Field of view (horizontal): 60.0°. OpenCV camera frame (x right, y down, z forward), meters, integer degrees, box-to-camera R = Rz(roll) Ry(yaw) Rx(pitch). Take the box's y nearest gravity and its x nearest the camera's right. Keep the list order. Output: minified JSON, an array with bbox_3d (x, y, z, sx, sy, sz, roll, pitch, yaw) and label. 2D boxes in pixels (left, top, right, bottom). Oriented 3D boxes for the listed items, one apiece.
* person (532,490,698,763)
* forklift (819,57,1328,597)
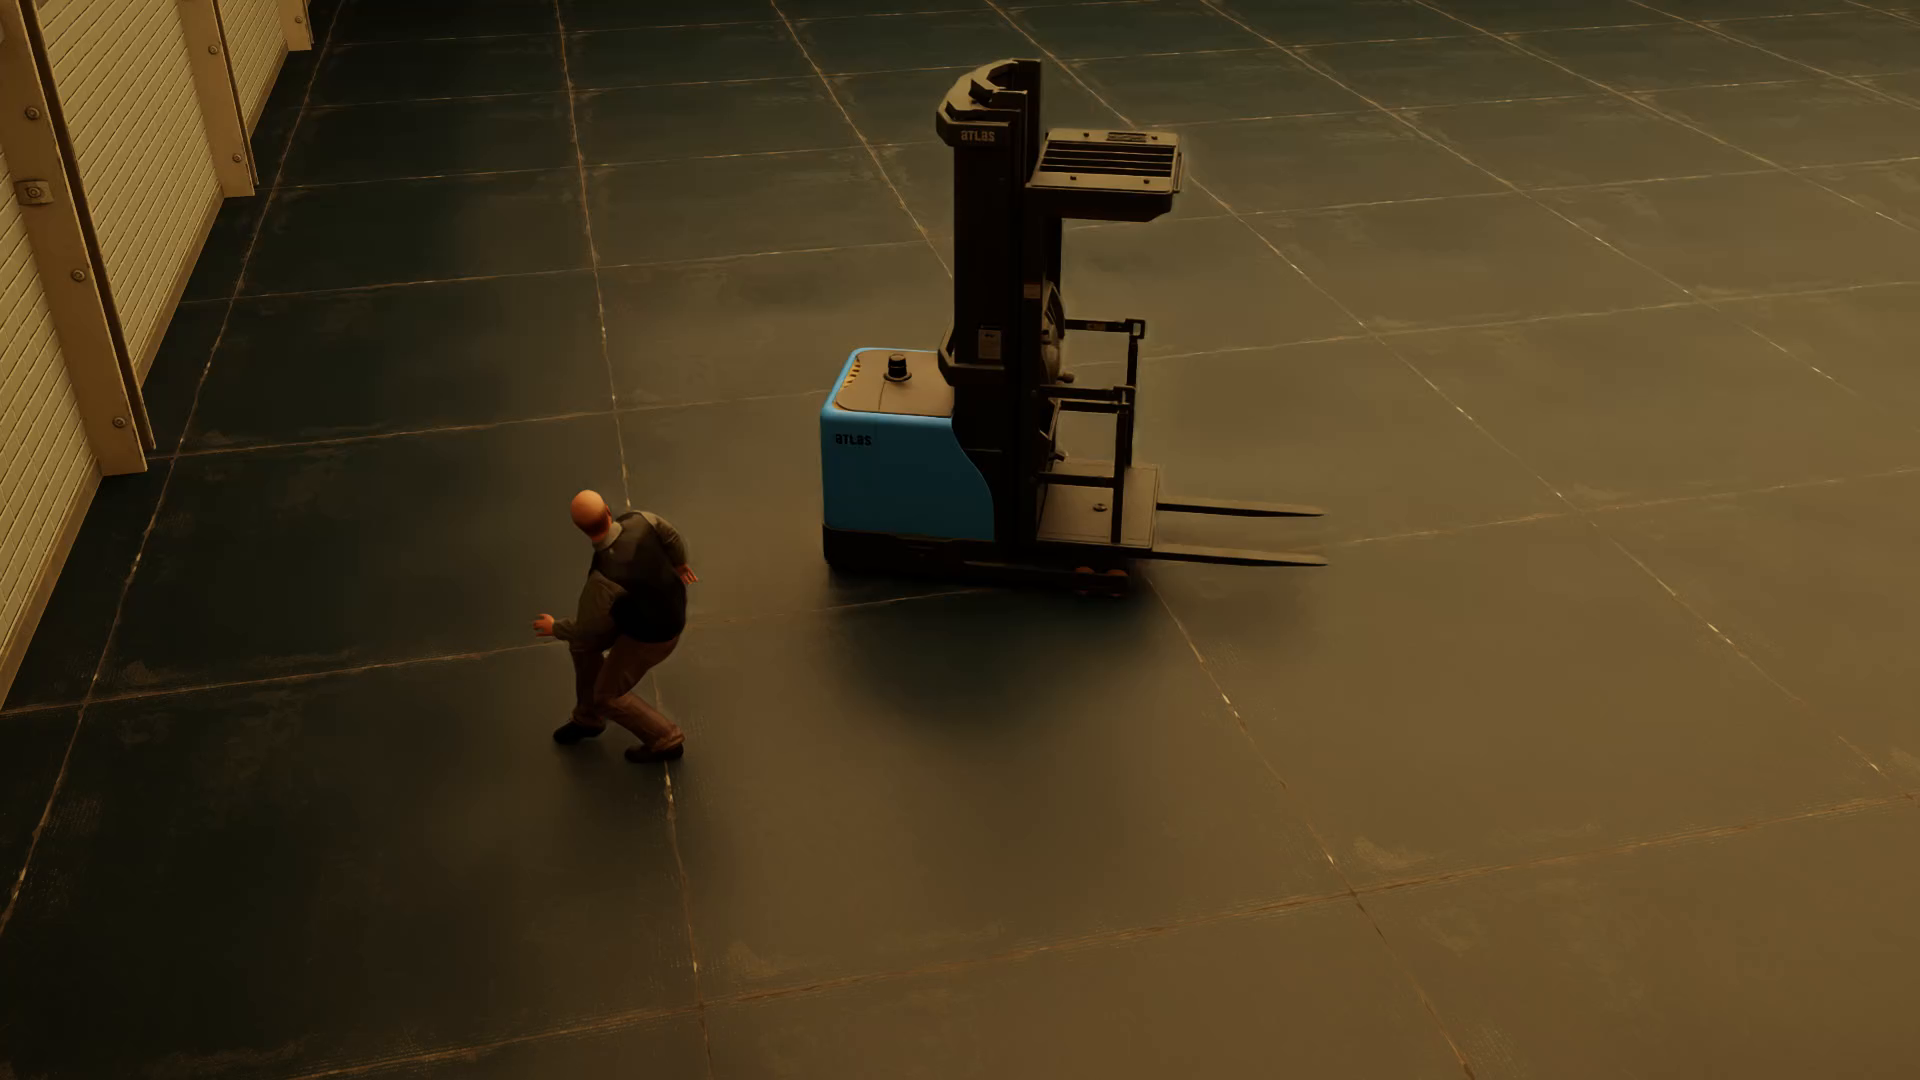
[{"bbox_3d":[-1.743,0.378,8.341,0.762,1.541,0.746,0,30,0],"label":"person"},{"bbox_3d":[0.727,-1.213,9.669,3.031,2.935,1.130,4,30,8],"label":"forklift"}]
